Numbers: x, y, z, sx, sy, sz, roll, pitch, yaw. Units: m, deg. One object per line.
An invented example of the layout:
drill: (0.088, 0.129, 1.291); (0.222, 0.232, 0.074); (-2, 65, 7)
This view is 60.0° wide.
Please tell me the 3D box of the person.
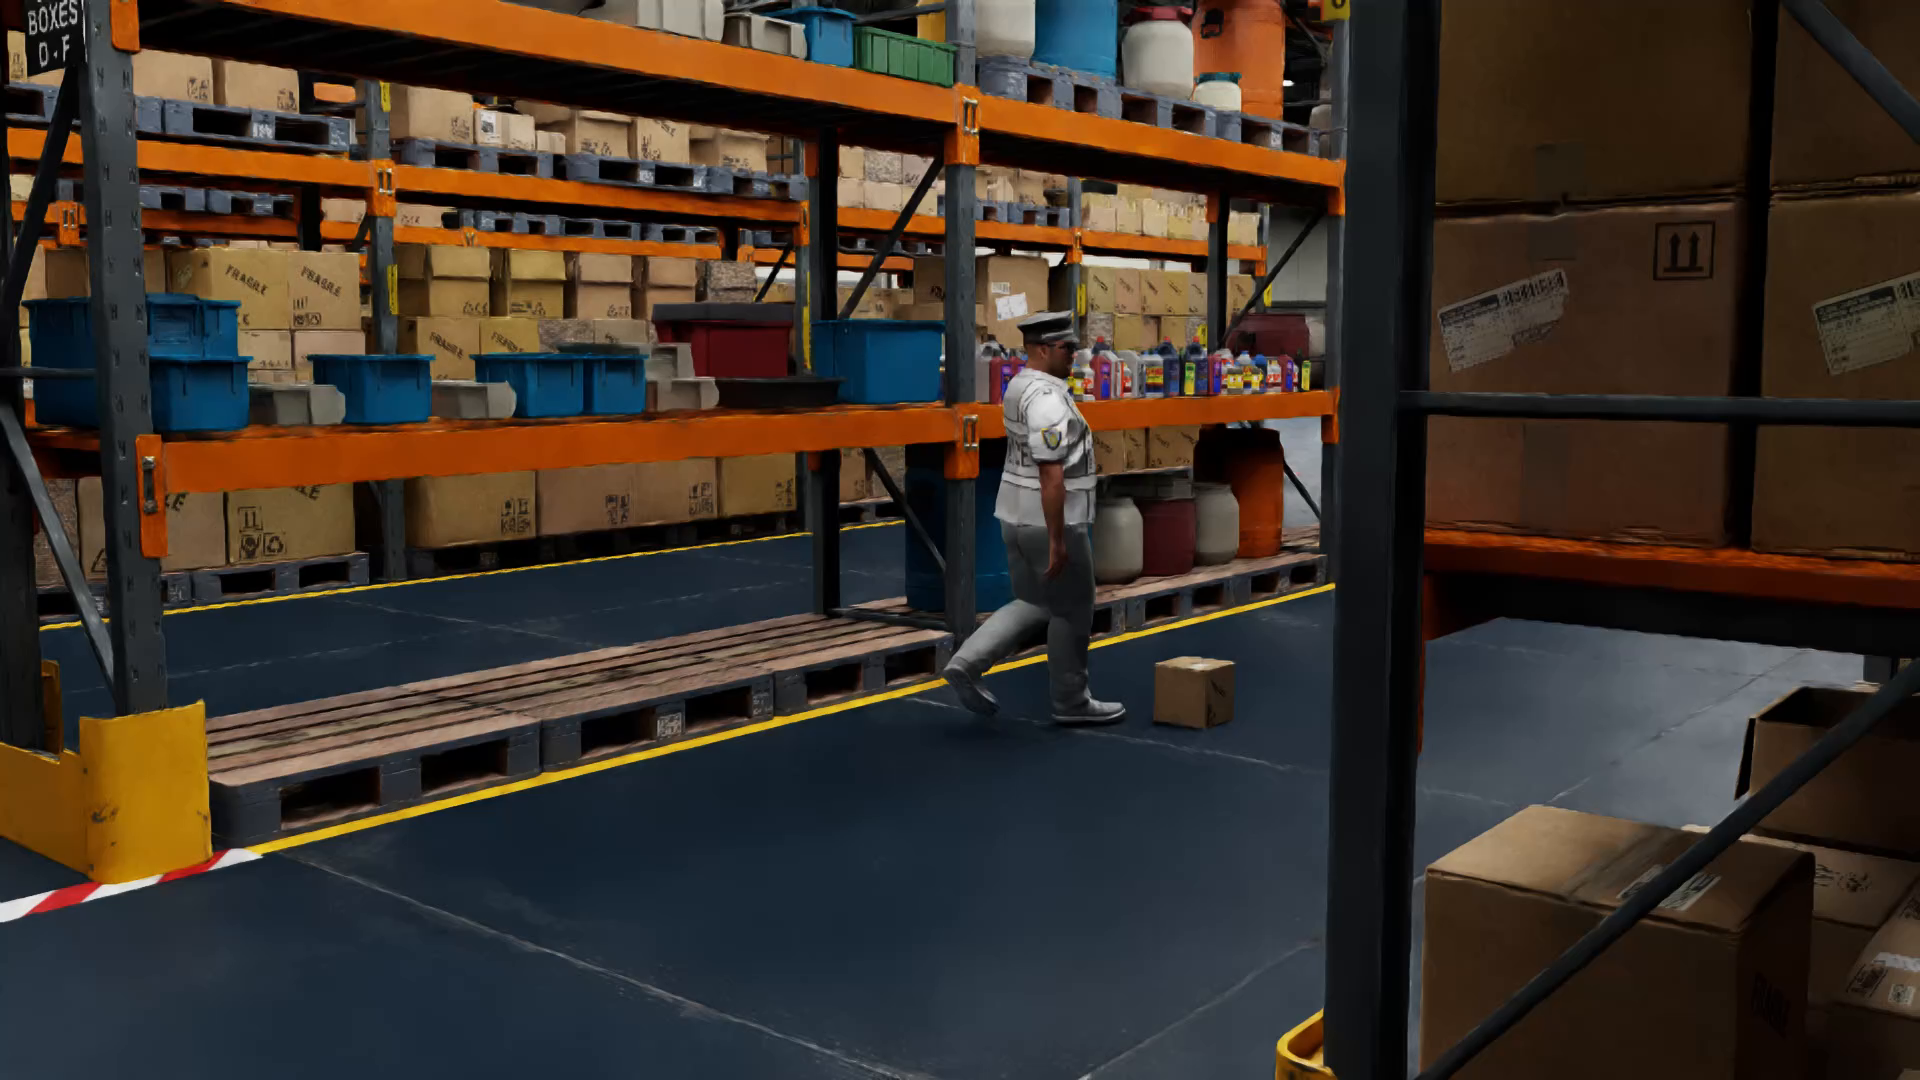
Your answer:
person: (0.347, -0.073, 6.823); (0.817, 1.719, 0.546); (-3, 7, -21)
